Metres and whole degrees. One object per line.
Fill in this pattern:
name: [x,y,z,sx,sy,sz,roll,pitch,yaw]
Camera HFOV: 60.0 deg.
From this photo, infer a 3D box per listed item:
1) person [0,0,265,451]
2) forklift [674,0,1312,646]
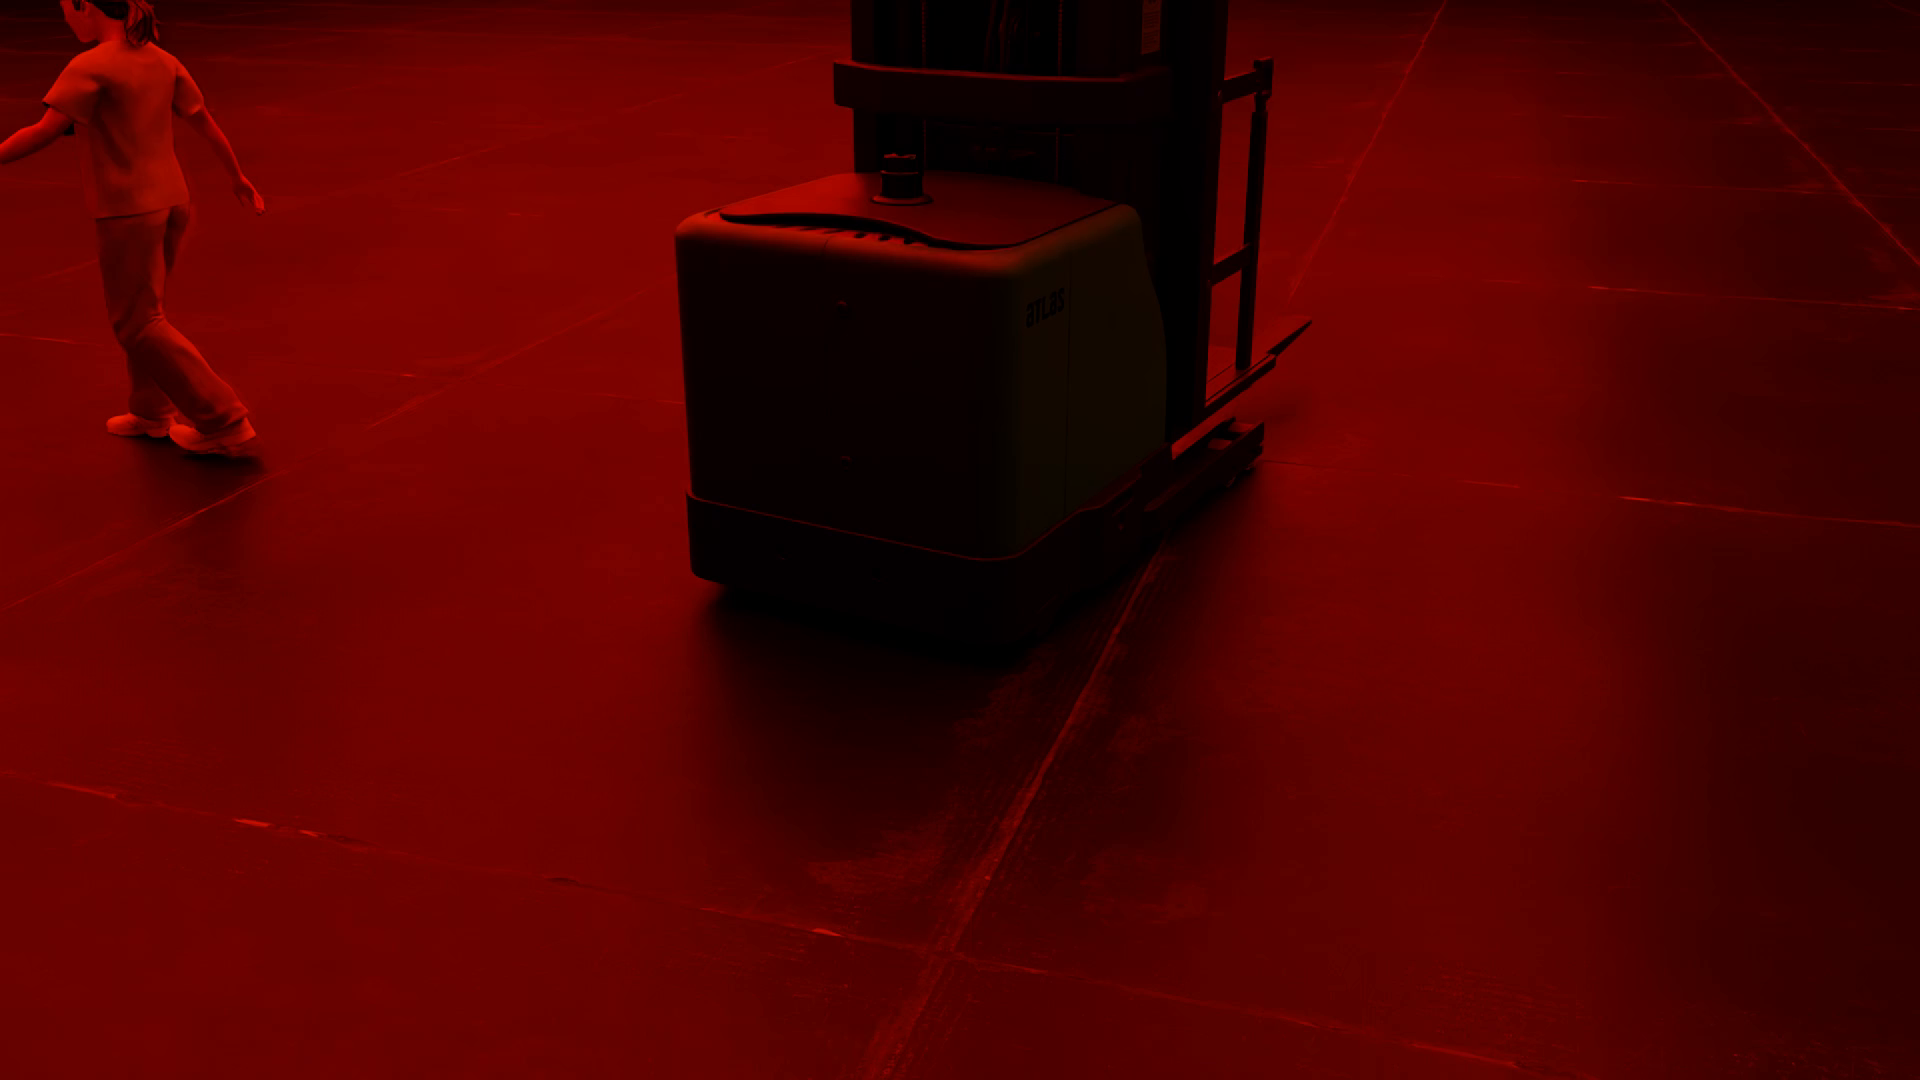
person: [-2.800,-1.115,5.673,0.734,1.658,0.846,5,23,12]
forklift: [0.389,-1.603,5.163,1.130,2.935,3.031,12,25,27]
